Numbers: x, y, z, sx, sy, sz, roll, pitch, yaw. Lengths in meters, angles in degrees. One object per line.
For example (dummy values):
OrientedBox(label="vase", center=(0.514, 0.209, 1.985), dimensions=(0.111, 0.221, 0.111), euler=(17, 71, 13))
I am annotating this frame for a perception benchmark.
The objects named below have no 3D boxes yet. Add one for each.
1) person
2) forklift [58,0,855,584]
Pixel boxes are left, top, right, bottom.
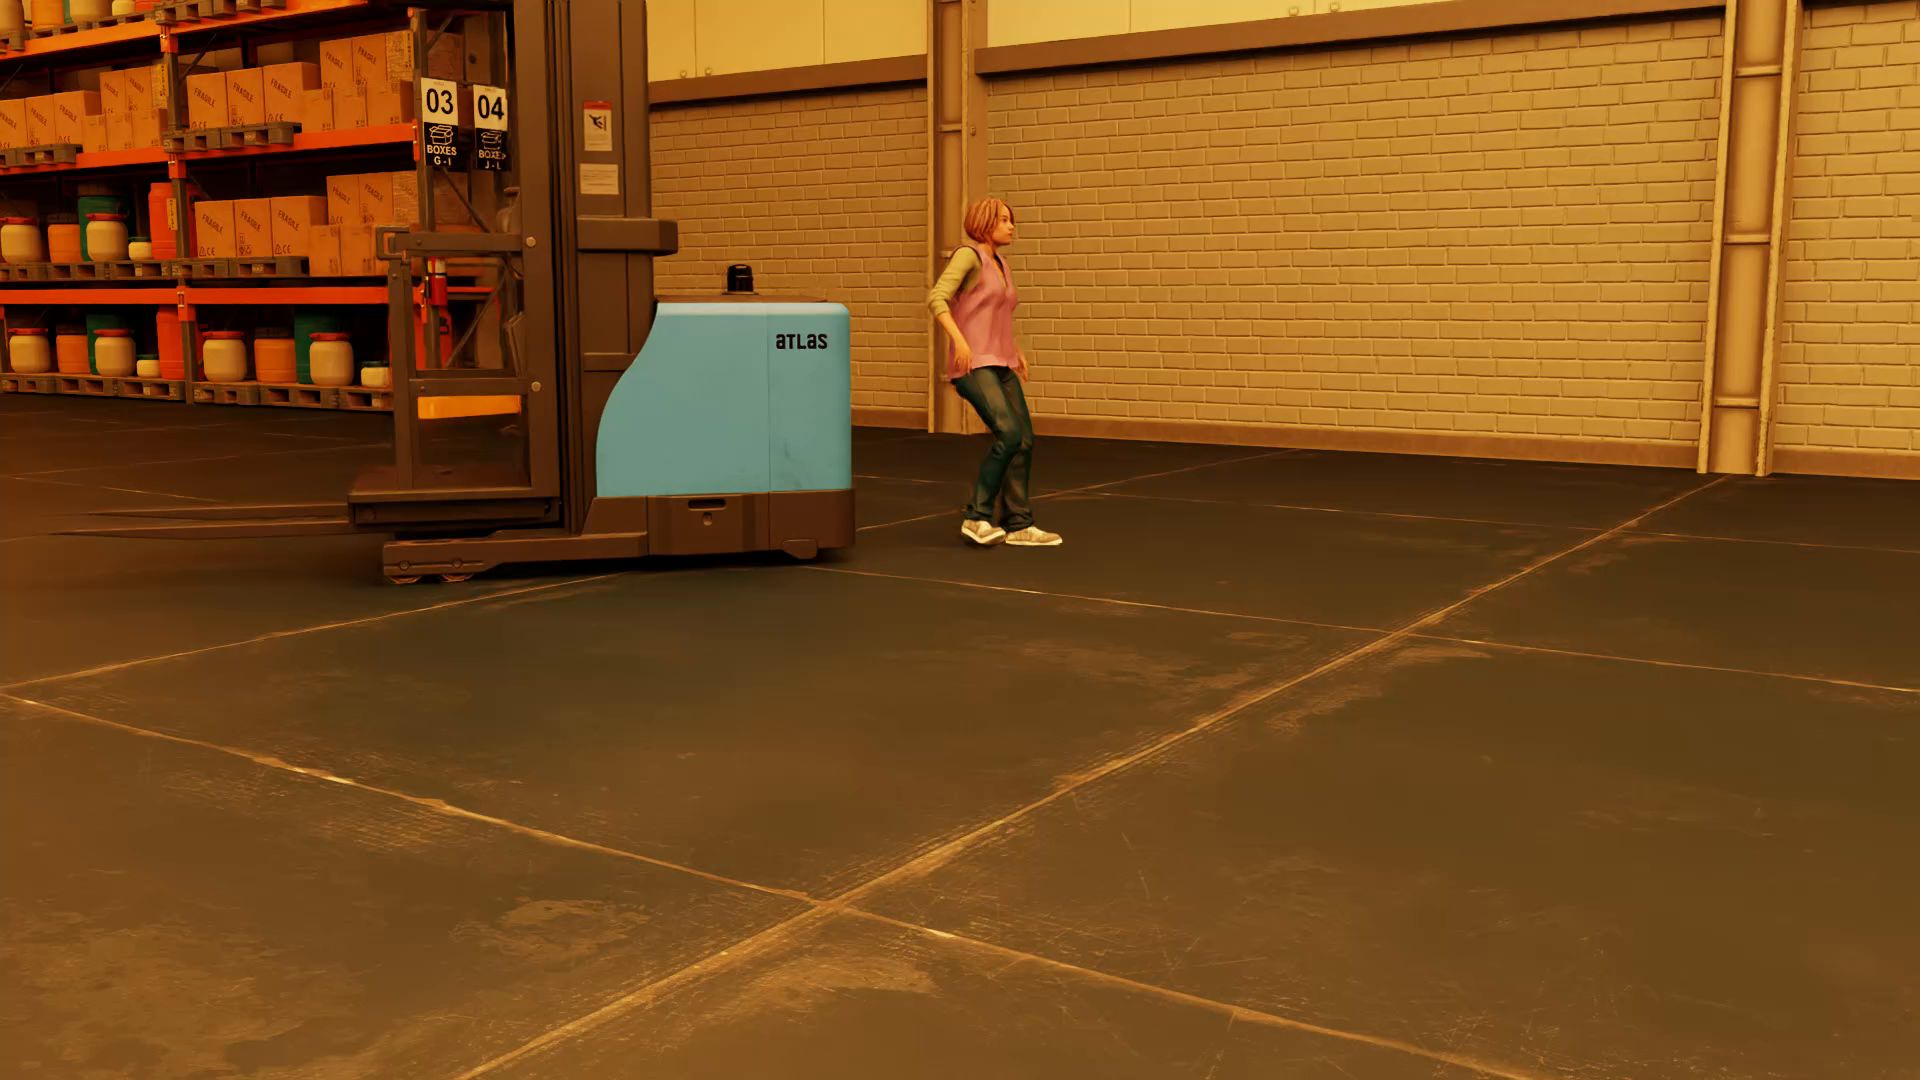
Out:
OrientedBox(label="person", center=(0.195, -0.742, 7.433), dimensions=(0.551, 1.564, 0.716), euler=(5, 9, 30))
OrientedBox(label="forklift", center=(-2.014, -1.363, 6.776), dimensions=(3.031, 2.935, 1.130), euler=(-2, 8, -16))
